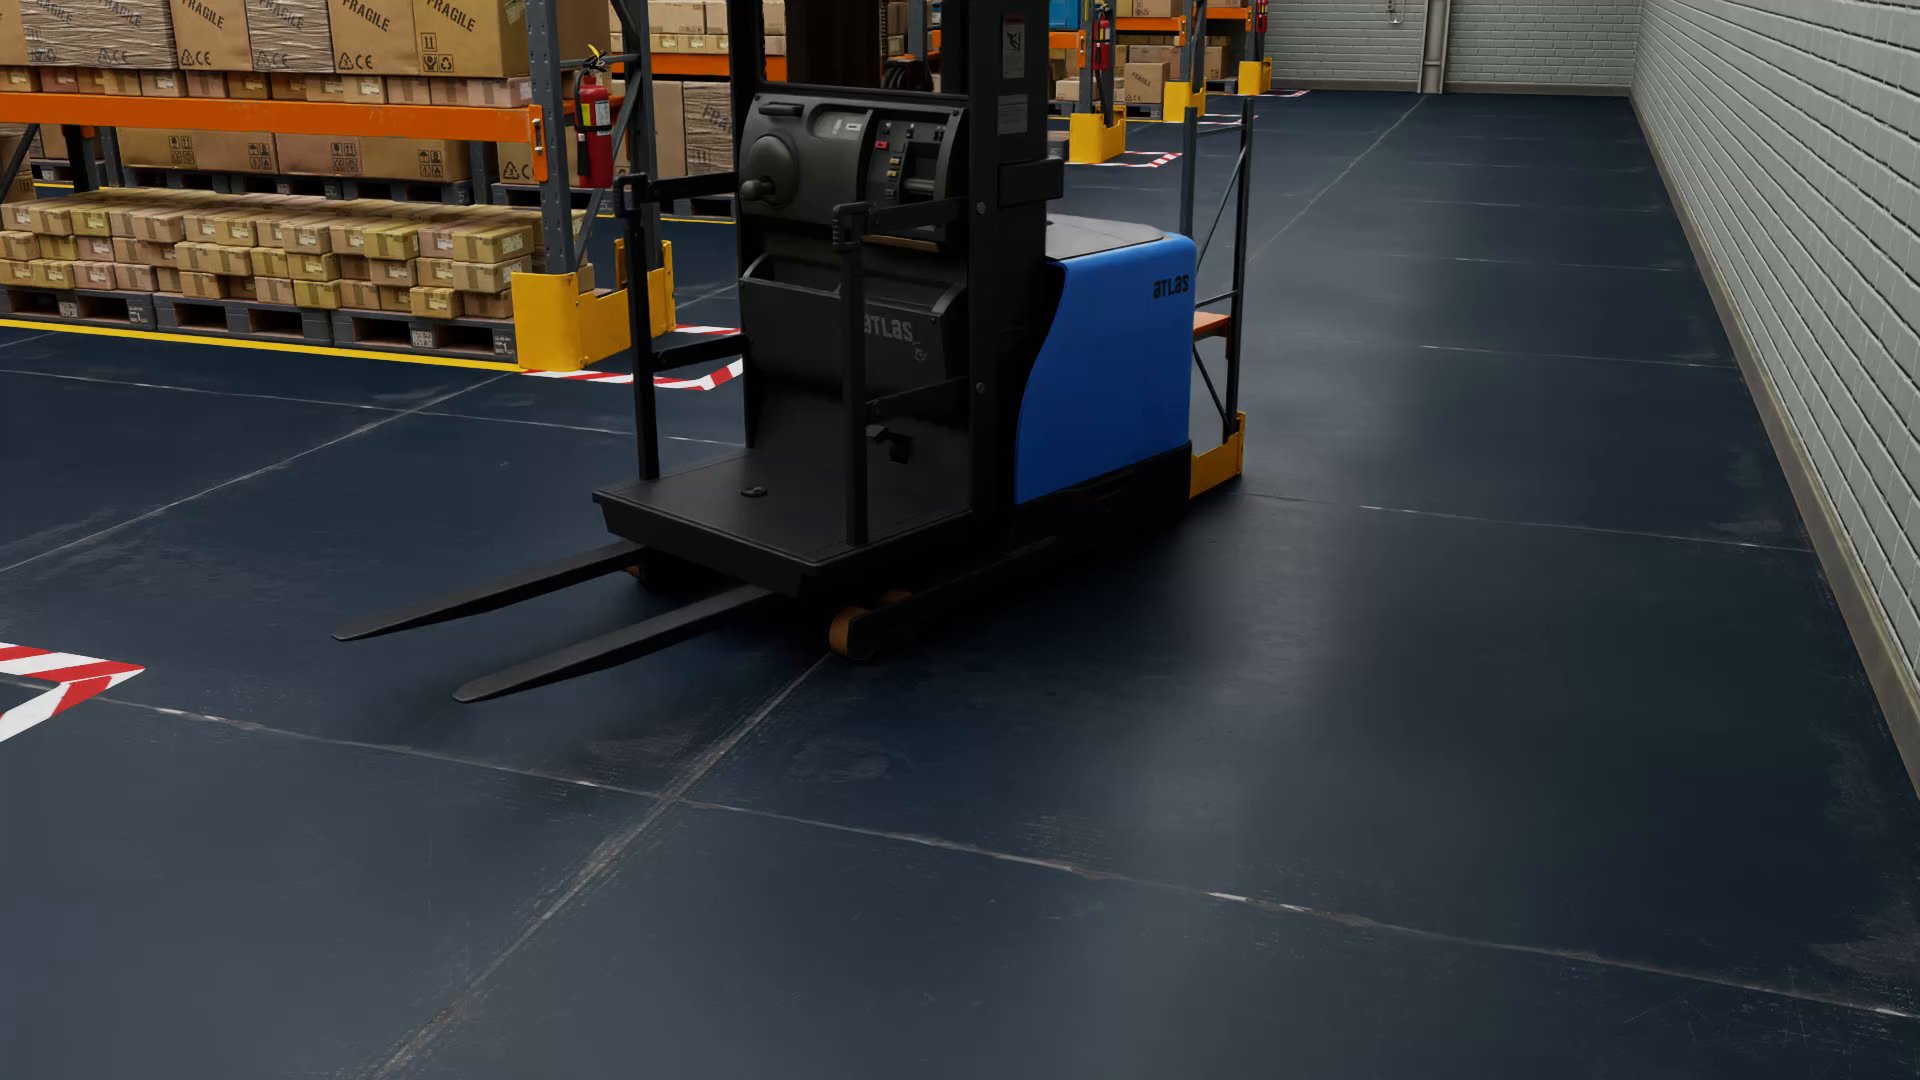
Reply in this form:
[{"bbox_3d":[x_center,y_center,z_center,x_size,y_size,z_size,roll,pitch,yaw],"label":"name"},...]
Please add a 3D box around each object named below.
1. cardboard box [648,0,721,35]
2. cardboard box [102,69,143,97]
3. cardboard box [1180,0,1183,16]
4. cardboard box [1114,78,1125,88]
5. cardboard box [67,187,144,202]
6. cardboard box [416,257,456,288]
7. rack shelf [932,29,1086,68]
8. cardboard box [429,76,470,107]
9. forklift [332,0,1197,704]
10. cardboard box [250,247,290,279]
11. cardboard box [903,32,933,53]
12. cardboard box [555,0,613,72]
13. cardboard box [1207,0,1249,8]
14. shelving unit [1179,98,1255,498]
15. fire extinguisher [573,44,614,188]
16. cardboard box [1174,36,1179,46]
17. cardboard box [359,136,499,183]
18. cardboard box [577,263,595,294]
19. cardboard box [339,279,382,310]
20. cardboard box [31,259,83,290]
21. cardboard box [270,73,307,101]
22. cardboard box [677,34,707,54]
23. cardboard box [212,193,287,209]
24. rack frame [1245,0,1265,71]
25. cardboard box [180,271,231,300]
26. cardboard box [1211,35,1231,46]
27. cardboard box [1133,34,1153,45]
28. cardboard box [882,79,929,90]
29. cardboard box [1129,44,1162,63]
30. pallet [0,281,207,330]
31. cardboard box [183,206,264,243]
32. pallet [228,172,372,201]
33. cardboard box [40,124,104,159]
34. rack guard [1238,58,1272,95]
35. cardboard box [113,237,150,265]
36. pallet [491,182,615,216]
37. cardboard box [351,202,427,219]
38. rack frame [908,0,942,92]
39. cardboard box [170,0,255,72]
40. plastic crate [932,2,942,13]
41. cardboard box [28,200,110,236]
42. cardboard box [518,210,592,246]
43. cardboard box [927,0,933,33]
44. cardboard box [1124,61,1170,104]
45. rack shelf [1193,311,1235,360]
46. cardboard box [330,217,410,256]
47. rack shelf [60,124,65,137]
[{"bbox_3d":[-2.169,-4.200,13.344,0.500,0.250,0.500,7,20,18],"label":"cardboard box"},{"bbox_3d":[-4.503,-2.550,9.215,0.250,0.149,0.380,7,20,19],"label":"cardboard box"},{"bbox_3d":[2.751,-7.253,22.174,0.500,0.500,0.500,7,20,19],"label":"cardboard box"},{"bbox_3d":[2.191,-6.186,22.774,0.500,0.250,0.500,7,20,18],"label":"cardboard box"},{"bbox_3d":[-5.251,-2.072,10.253,0.250,0.149,0.380,7,20,20],"label":"cardboard box"},{"bbox_3d":[-2.715,-1.470,8.979,0.250,0.149,0.380,6,20,17],"label":"cardboard box"},{"bbox_3d":[-0.434,-5.412,18.138,4.000,0.370,1.077,7,20,18],"label":"rack shelf"},{"bbox_3d":[-2.517,-2.332,8.590,0.250,0.149,0.380,6,20,18],"label":"cardboard box"},{"bbox_3d":[-0.496,-1.206,5.082,1.130,2.935,3.031,16,25,39],"label":"forklift"},{"bbox_3d":[-3.707,-1.566,9.254,0.250,0.149,0.380,8,21,21],"label":"cardboard box"},{"bbox_3d":[-0.398,-4.018,13.428,0.250,0.149,0.380,7,20,19],"label":"cardboard box"},{"bbox_3d":[-2.227,-2.787,8.910,0.500,0.500,0.500,8,21,21],"label":"cardboard box"},{"bbox_3d":[4.221,-8.810,26.337,0.700,0.700,0.980,7,21,21],"label":"cardboard box"},{"bbox_3d":[0.568,-1.019,6.722,1.083,1.500,0.587,13,23,34],"label":"shelving unit"},{"bbox_3d":[-1.807,-2.081,8.174,0.183,0.674,0.296,7,20,18],"label":"fire extinguisher"},{"bbox_3d":[3.589,-7.970,26.556,0.250,0.149,0.380,7,20,20],"label":"cardboard box"},{"bbox_3d":[-4.560,-3.686,14.683,0.875,0.875,1.225,7,20,18],"label":"cardboard box"},{"bbox_3d":[-2.284,-1.473,9.438,0.250,0.149,0.380,7,20,19],"label":"cardboard box"},{"bbox_3d":[-3.194,-1.383,9.180,0.250,0.149,0.380,7,20,19],"label":"cardboard box"},{"bbox_3d":[-5.182,-1.581,9.747,0.250,0.149,0.380,7,20,20],"label":"cardboard box"},{"bbox_3d":[-3.482,-2.460,8.958,0.250,0.149,0.380,6,20,16],"label":"cardboard box"},{"bbox_3d":[-2.059,-3.978,13.314,0.250,0.149,0.380,7,20,19],"label":"cardboard box"},{"bbox_3d":[-4.253,-1.979,9.987,0.250,0.149,0.380,6,20,15],"label":"cardboard box"},{"bbox_3d":[4.706,-8.616,26.237,0.127,3.000,1.000,7,20,18],"label":"rack frame"},{"bbox_3d":[-4.195,-1.482,9.464,0.250,0.149,0.380,6,20,17],"label":"cardboard box"},{"bbox_3d":[4.196,-8.034,26.740,0.250,0.149,0.380,7,20,18],"label":"cardboard box"},{"bbox_3d":[2.997,-8.170,27.131,0.250,0.149,0.380,7,20,19],"label":"cardboard box"},{"bbox_3d":[-0.801,-3.235,13.390,0.875,0.875,0.875,7,20,18],"label":"cardboard box"},{"bbox_3d":[3.064,-7.787,27.018,0.500,0.500,0.700,6,20,16],"label":"cardboard box"},{"bbox_3d":[-5.026,-1.518,10.111,1.213,0.211,1.003,7,20,18],"label":"pallet"},{"bbox_3d":[-4.167,-1.790,9.444,0.250,0.149,0.380,6,20,16],"label":"cardboard box"},{"bbox_3d":[-5.859,-3.302,15.229,1.213,0.211,1.003,7,20,18],"label":"pallet"},{"bbox_3d":[-8.367,-3.954,15.990,0.500,0.500,0.700,5,20,15],"label":"cardboard box"},{"bbox_3d":[4.729,-7.433,26.641,0.348,0.500,1.175,7,20,18],"label":"rack guard"},{"bbox_3d":[-4.670,-1.706,9.654,0.250,0.149,0.380,5,20,15],"label":"cardboard box"},{"bbox_3d":[-3.256,-3.005,14.375,1.213,0.211,1.003,7,20,18],"label":"pallet"},{"bbox_3d":[-3.293,-1.853,9.625,0.250,0.149,0.380,7,21,20],"label":"cardboard box"},{"bbox_3d":[-0.171,-3.996,12.982,0.127,3.000,1.000,7,20,18],"label":"rack frame"},{"bbox_3d":[-3.837,-2.787,8.910,0.500,0.500,0.500,8,21,21],"label":"cardboard box"},{"bbox_3d":[-0.198,-5.789,18.289,0.300,0.233,0.416,7,20,18],"label":"plastic crate"},{"bbox_3d":[-5.174,-1.880,9.701,0.250,0.149,0.380,8,21,21],"label":"cardboard box"},{"bbox_3d":[-2.277,-1.760,9.357,0.250,0.149,0.380,6,20,16],"label":"cardboard box"},{"bbox_3d":[-0.535,-4.201,13.348,0.500,0.250,0.500,6,20,17],"label":"cardboard box"},{"bbox_3d":[2.489,-6.085,22.105,0.500,0.500,0.500,7,20,18],"label":"cardboard box"},{"bbox_3d":[0.561,-0.851,6.786,1.000,0.185,0.538,13,23,34],"label":"rack shelf"},{"bbox_3d":[-3.206,-1.657,9.063,0.250,0.149,0.380,6,20,16],"label":"cardboard box"},{"bbox_3d":[-7.561,-2.773,10.567,4.000,0.370,1.077,7,20,18],"label":"rack shelf"}]
